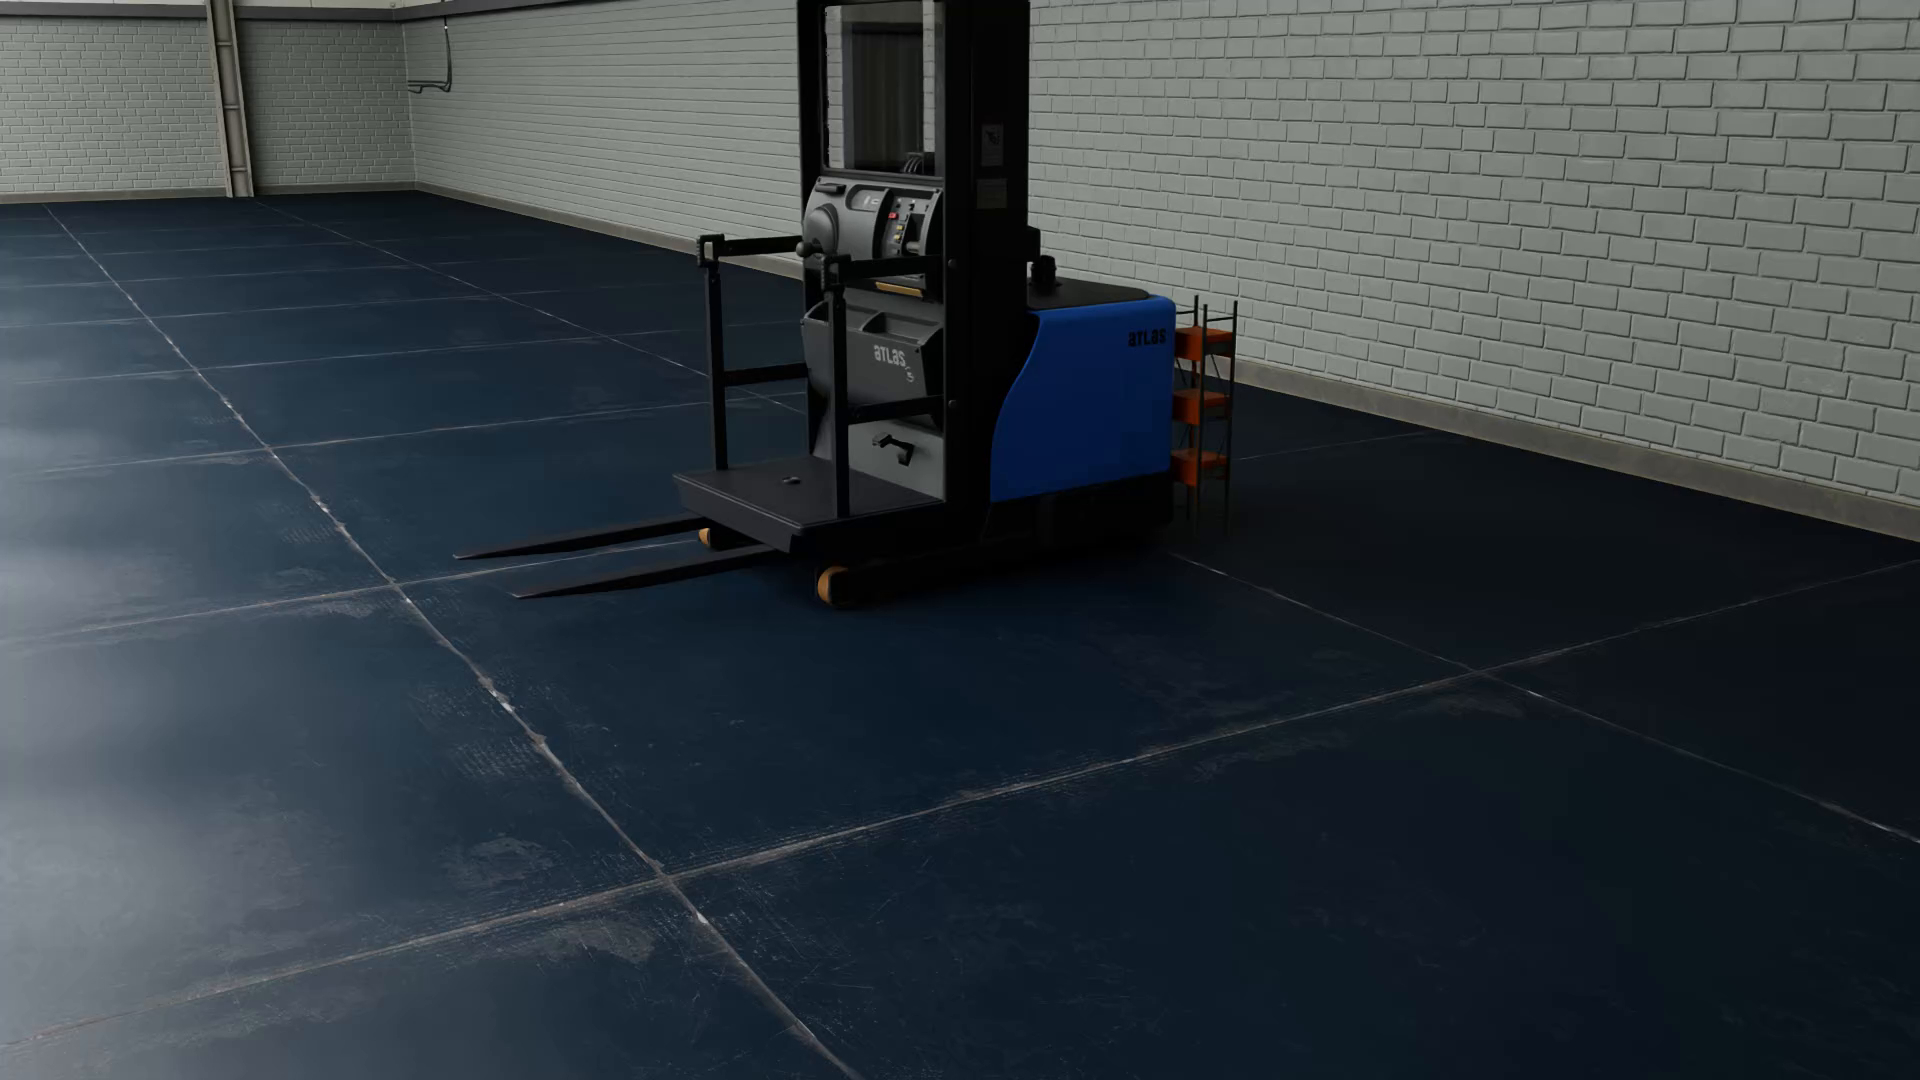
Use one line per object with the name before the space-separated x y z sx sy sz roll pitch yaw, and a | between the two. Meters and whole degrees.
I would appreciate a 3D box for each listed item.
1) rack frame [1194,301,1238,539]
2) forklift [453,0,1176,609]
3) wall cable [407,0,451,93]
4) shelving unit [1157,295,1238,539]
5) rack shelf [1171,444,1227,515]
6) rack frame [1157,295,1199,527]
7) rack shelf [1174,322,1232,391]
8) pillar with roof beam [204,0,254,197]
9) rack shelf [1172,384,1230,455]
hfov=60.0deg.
rack frame | 1.135 -0.529 7.381 0.200 1.050 0.008 -11 19 -35
forklift | -0.535 -1.305 6.665 3.031 2.935 1.130 -11 19 -34
wall cable | -9.058 -8.801 27.919 0.112 2.526 3.097 -9 18 -30
shelving unit | 1.063 -0.555 7.476 0.215 1.050 0.252 -11 19 -35
rack shelf | 1.063 -0.277 7.554 0.215 0.259 0.240 -11 19 -35
rack frame | 0.991 -0.582 7.570 0.200 1.050 0.008 -11 19 -35
rack shelf | 1.063 -0.818 7.402 0.215 0.259 0.240 -11 19 -35
pillar with roof beam | -10.047 -9.197 23.577 0.400 9.000 9.100 -9 18 -30
rack shelf | 1.063 -0.545 7.479 0.215 0.259 0.240 -11 19 -35
